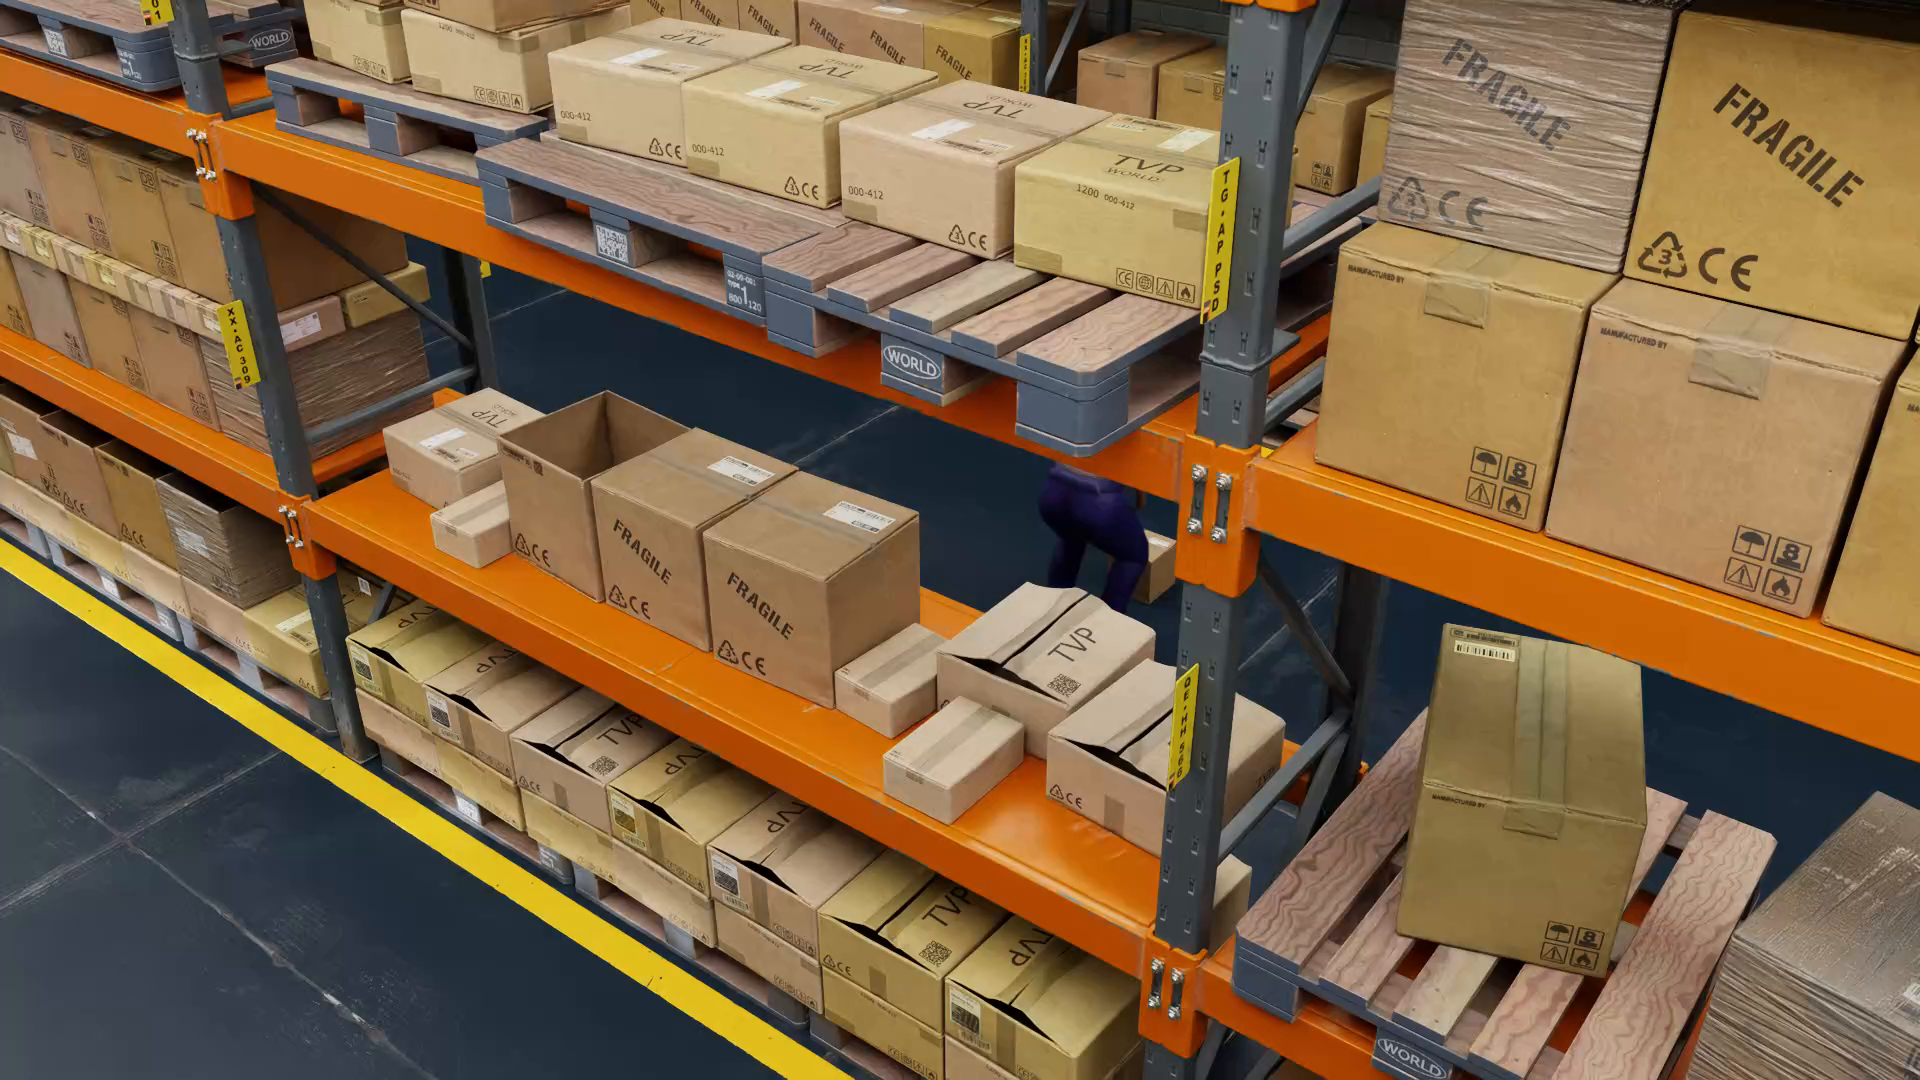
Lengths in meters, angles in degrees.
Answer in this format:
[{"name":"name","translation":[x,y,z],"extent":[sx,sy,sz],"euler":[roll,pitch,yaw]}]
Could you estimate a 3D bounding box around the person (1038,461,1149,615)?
[{"name":"person","translation":[0.601,-0.217,7.673],"extent":[0.525,1.490,0.552],"euler":[22,37,32]}]
